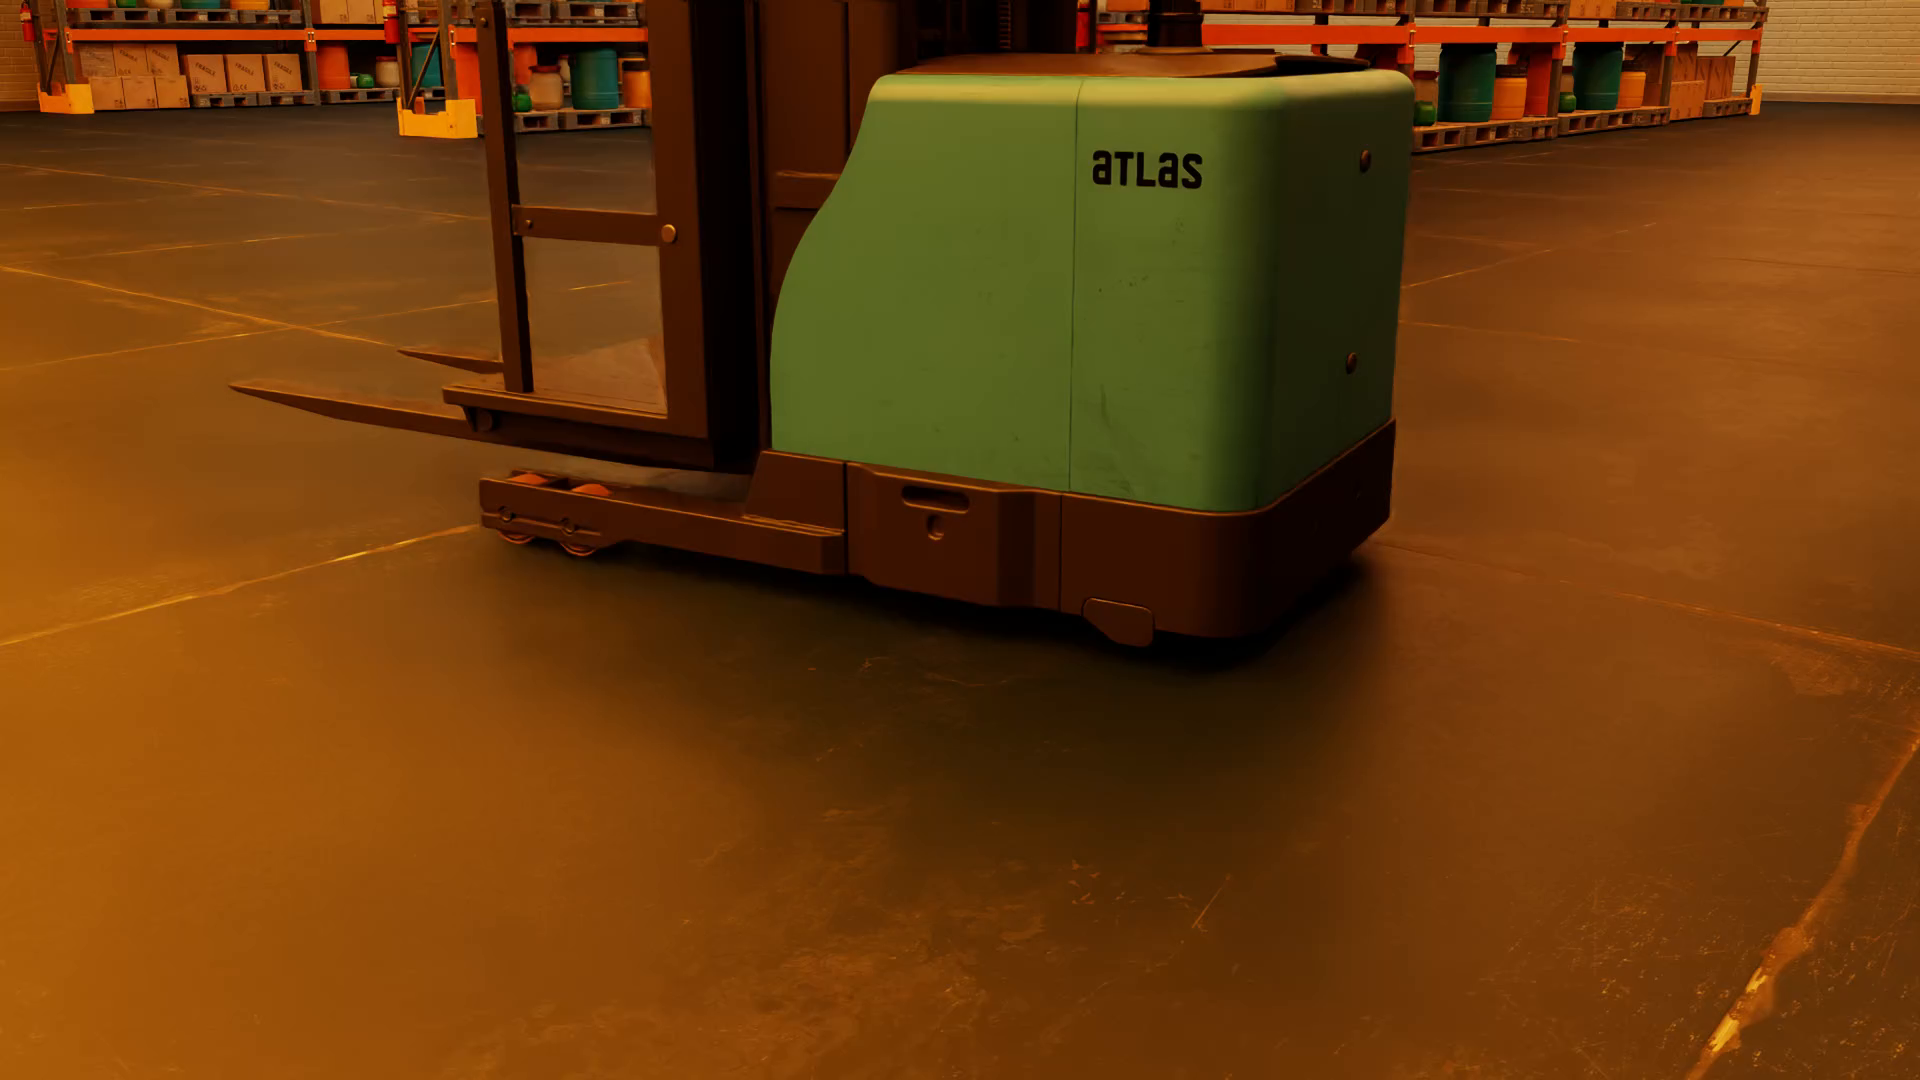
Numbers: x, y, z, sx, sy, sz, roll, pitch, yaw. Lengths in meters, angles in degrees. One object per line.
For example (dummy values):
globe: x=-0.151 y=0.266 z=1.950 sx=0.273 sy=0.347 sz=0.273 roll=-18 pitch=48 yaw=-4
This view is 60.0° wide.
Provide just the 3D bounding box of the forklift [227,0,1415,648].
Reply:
forklift: x=-0.540 y=-1.487 z=3.794 sx=3.031 sy=2.935 sz=1.130 roll=9 pitch=19 yaw=28
